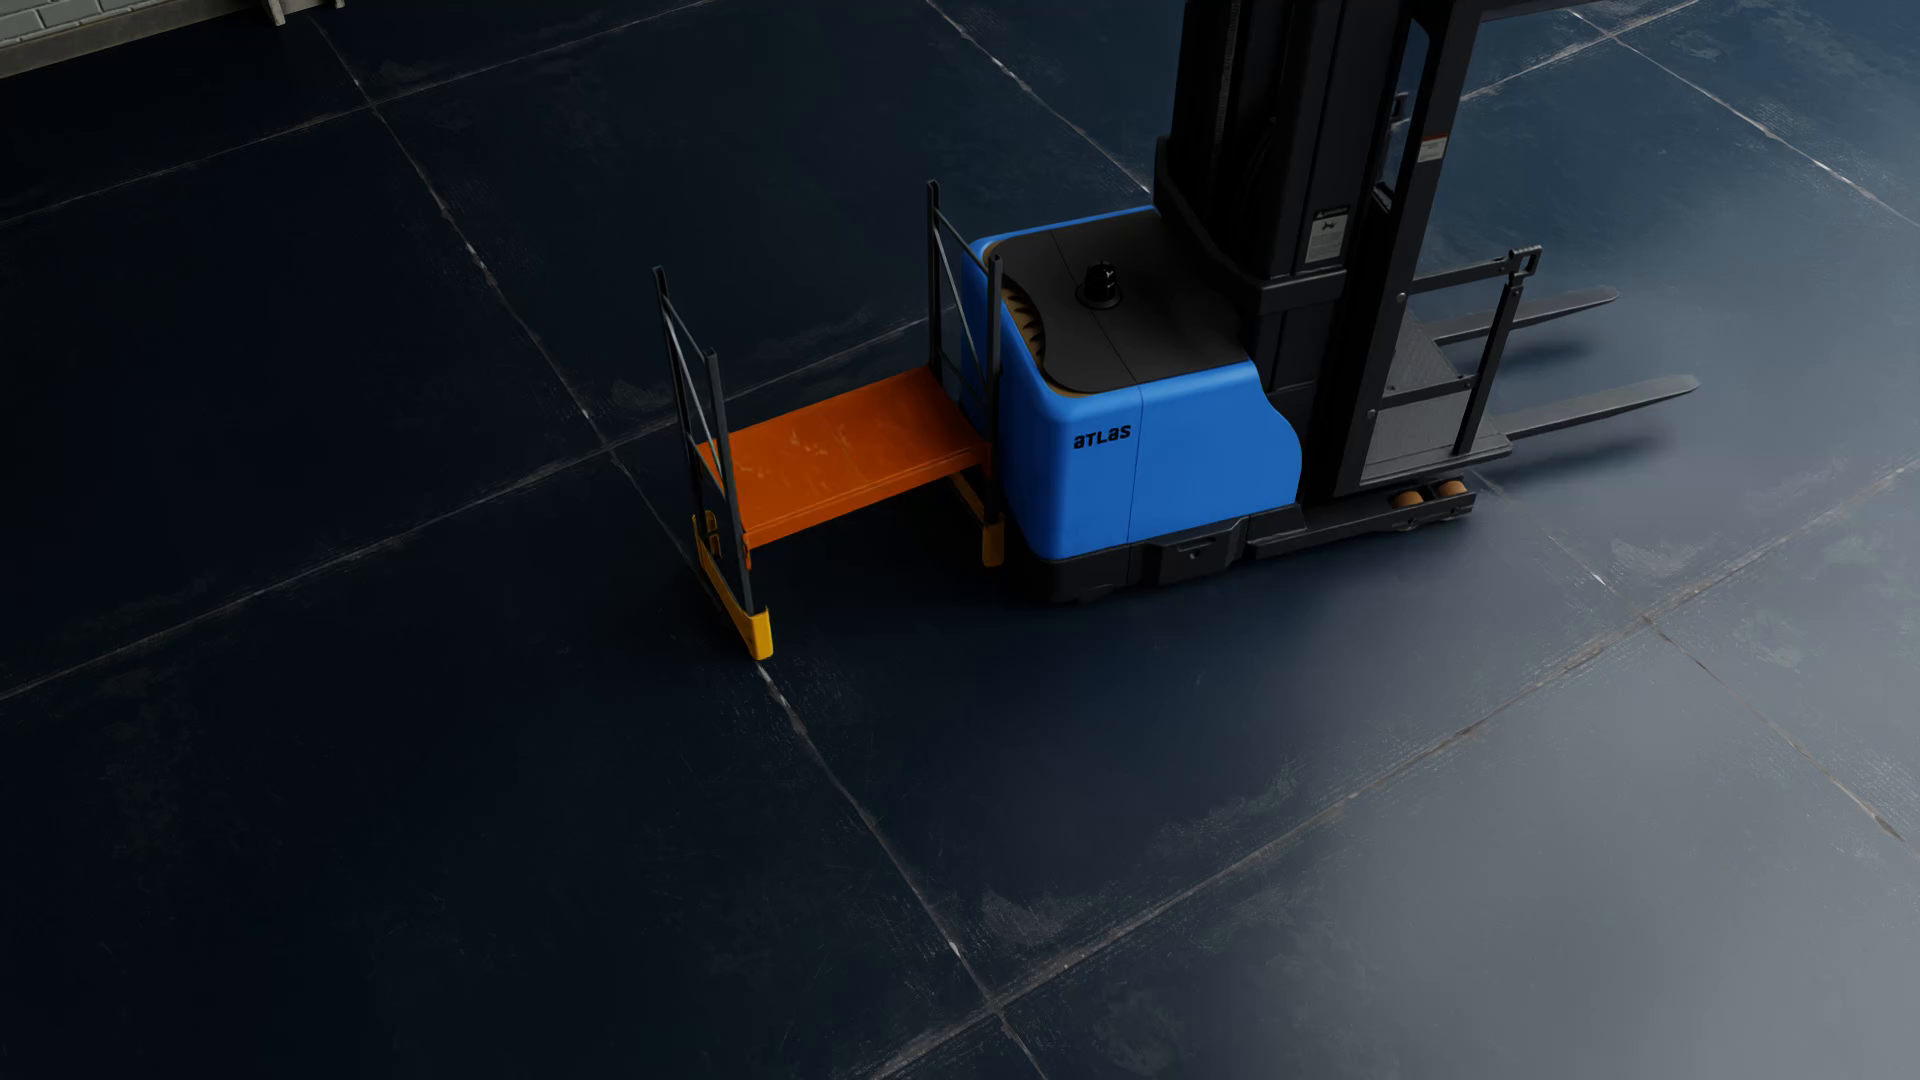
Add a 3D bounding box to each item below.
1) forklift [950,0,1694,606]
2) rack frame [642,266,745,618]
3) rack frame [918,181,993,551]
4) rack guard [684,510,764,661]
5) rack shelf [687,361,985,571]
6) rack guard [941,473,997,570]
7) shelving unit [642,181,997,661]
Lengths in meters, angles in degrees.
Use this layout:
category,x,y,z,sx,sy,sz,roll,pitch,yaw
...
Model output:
category,x,y,z,sx,sy,sz,roll,pitch,yaw
forklift,1.535,-1.368,5.951,3.031,2.935,1.130,-13,50,-12
rack frame,-0.923,-0.238,5.903,0.032,1.500,0.500,-21,52,-18
rack frame,-0.018,-0.584,6.211,0.032,1.500,0.500,-21,52,-18
rack guard,-0.906,0.171,6.375,0.087,0.250,0.587,-21,52,-18
rack shelf,-0.470,-0.291,6.191,1.000,0.185,0.538,-21,52,-18
rack guard,-0.019,-0.168,6.678,0.087,0.250,0.587,-21,52,-18
shelving unit,-0.462,-0.414,6.060,1.083,1.500,0.587,-21,52,-18
